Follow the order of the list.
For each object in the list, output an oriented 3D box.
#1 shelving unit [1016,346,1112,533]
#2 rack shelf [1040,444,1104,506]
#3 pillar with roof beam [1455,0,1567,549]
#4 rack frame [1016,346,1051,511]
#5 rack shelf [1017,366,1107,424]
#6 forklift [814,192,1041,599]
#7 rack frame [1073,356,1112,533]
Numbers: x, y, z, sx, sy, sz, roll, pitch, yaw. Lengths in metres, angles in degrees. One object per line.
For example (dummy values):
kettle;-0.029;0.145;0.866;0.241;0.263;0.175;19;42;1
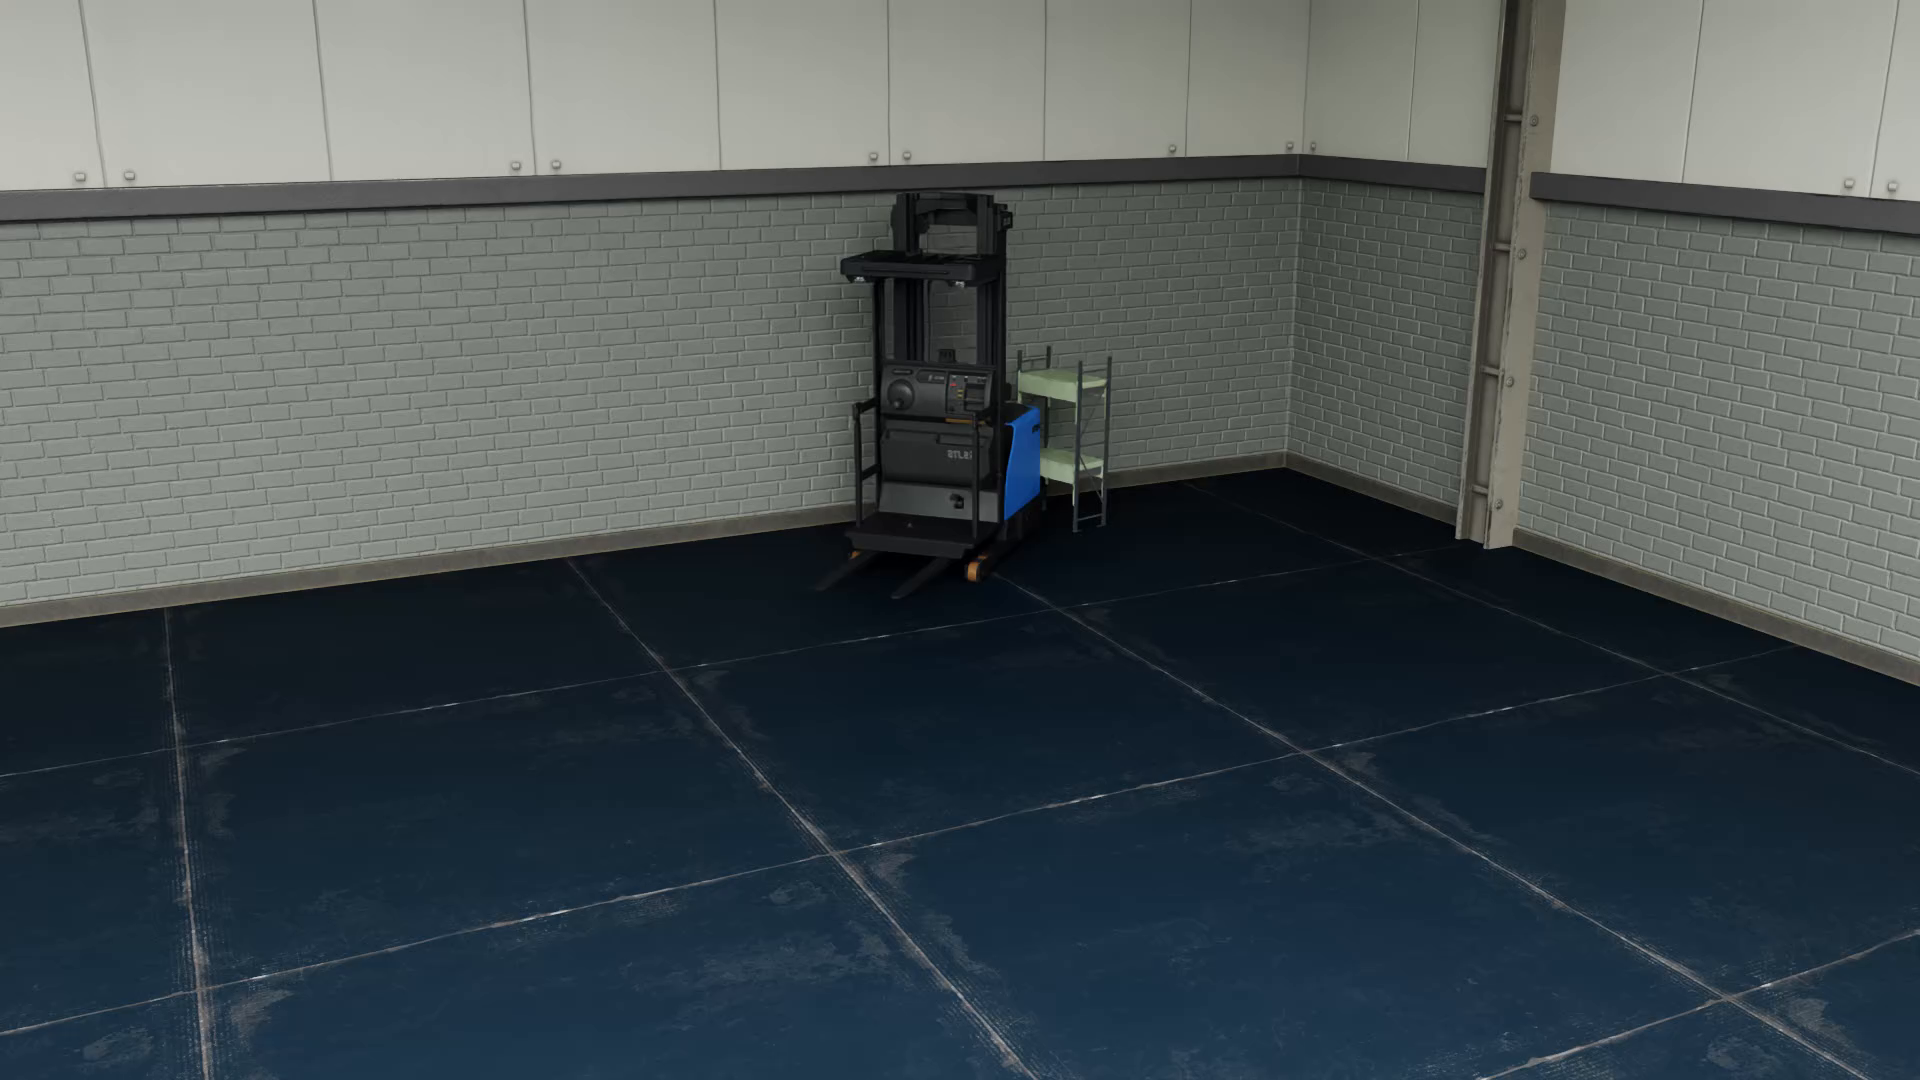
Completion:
shelving unit;0.896;-0.897;14.642;0.431;1.500;0.755;-13;20;-41
rack shelf;0.891;-0.583;14.728;0.431;0.370;0.720;-13;20;-41
pillar with roof beam;0.613;-3.794;11.158;9.100;9.000;0.400;-8;18;-25
rack frame;0.648;-0.971;14.901;0.400;1.500;0.023;-13;20;-41
rack shelf;0.901;-1.273;14.539;0.431;0.370;0.720;-13;20;-41
forklift;-0.256;-1.199;13.116;1.130;2.935;3.031;6;17;19
rack frame;1.144;-0.823;14.383;0.400;1.500;0.023;-13;20;-41
